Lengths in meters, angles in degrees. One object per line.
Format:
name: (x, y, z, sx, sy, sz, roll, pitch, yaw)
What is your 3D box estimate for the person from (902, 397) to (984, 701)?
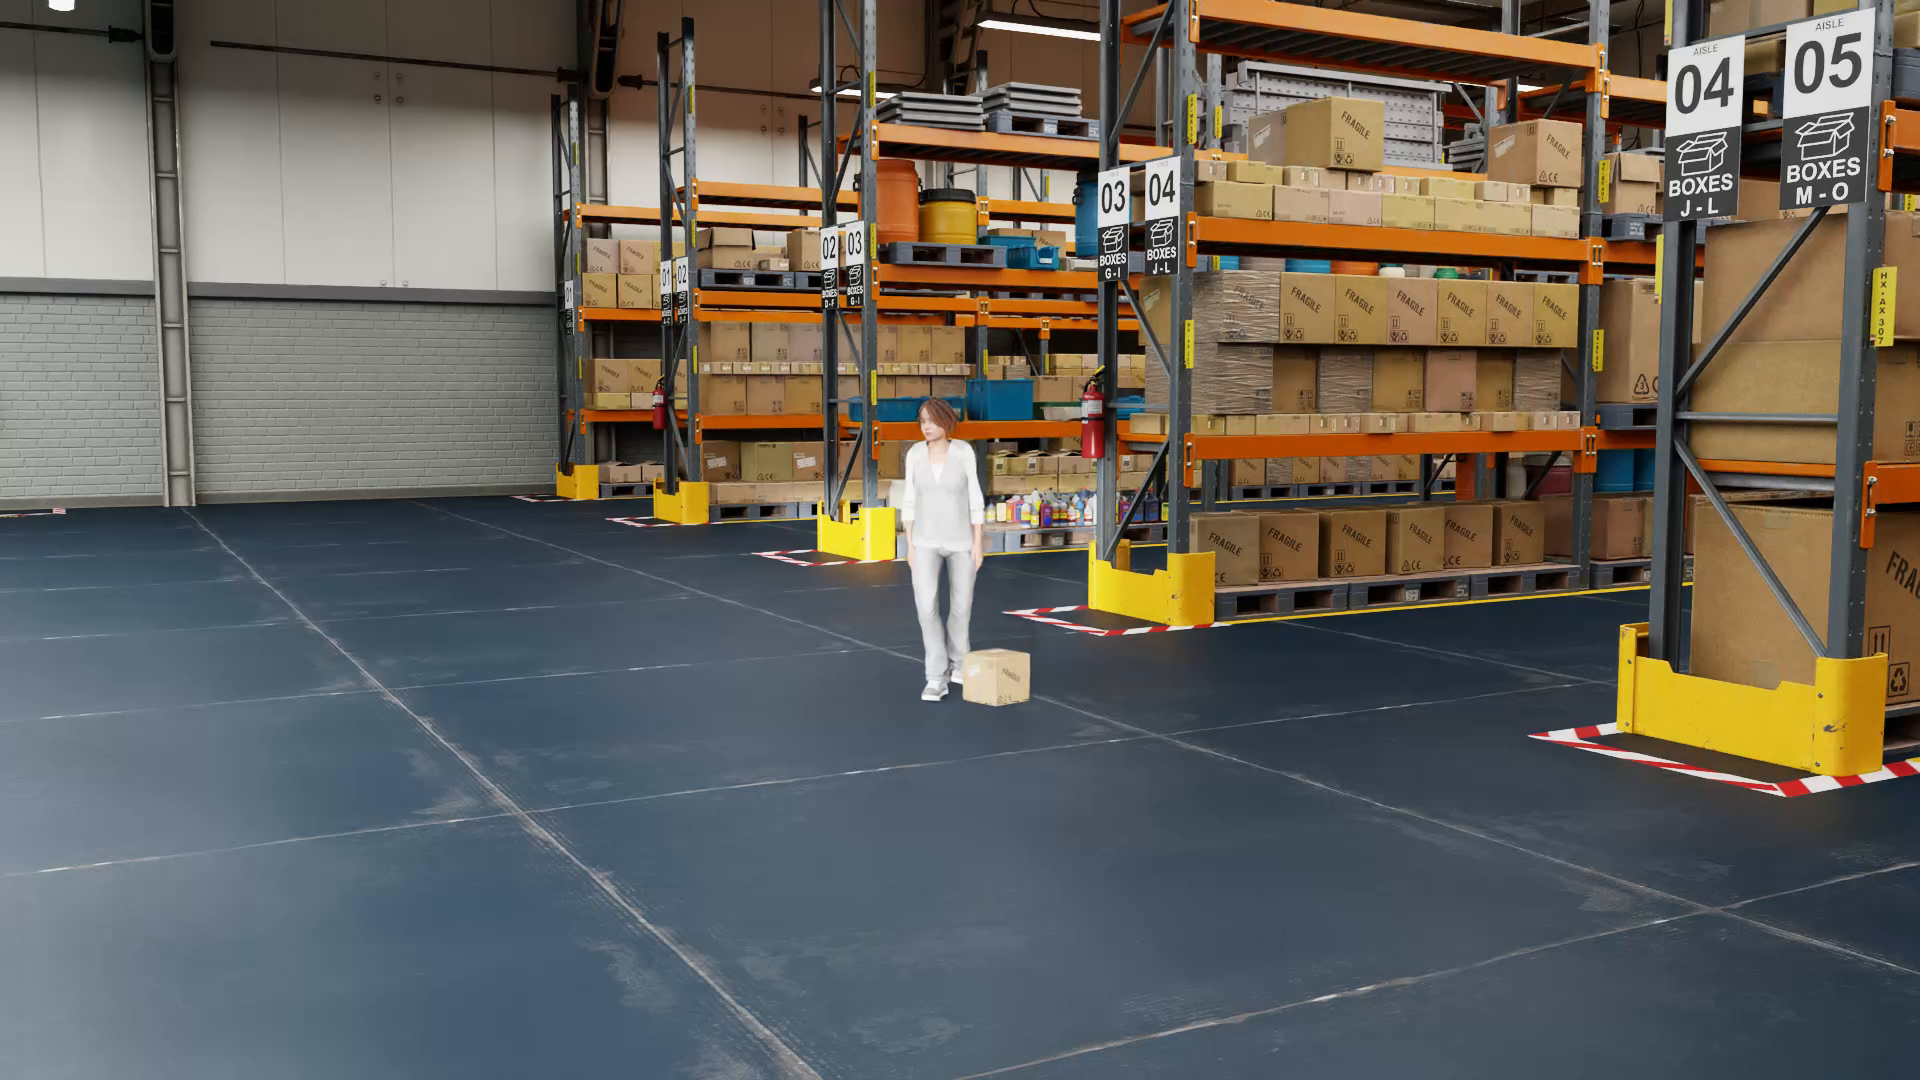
person: (-0.082, 0.037, 8.836, 0.443, 1.586, 0.518, 0, 5, 4)
